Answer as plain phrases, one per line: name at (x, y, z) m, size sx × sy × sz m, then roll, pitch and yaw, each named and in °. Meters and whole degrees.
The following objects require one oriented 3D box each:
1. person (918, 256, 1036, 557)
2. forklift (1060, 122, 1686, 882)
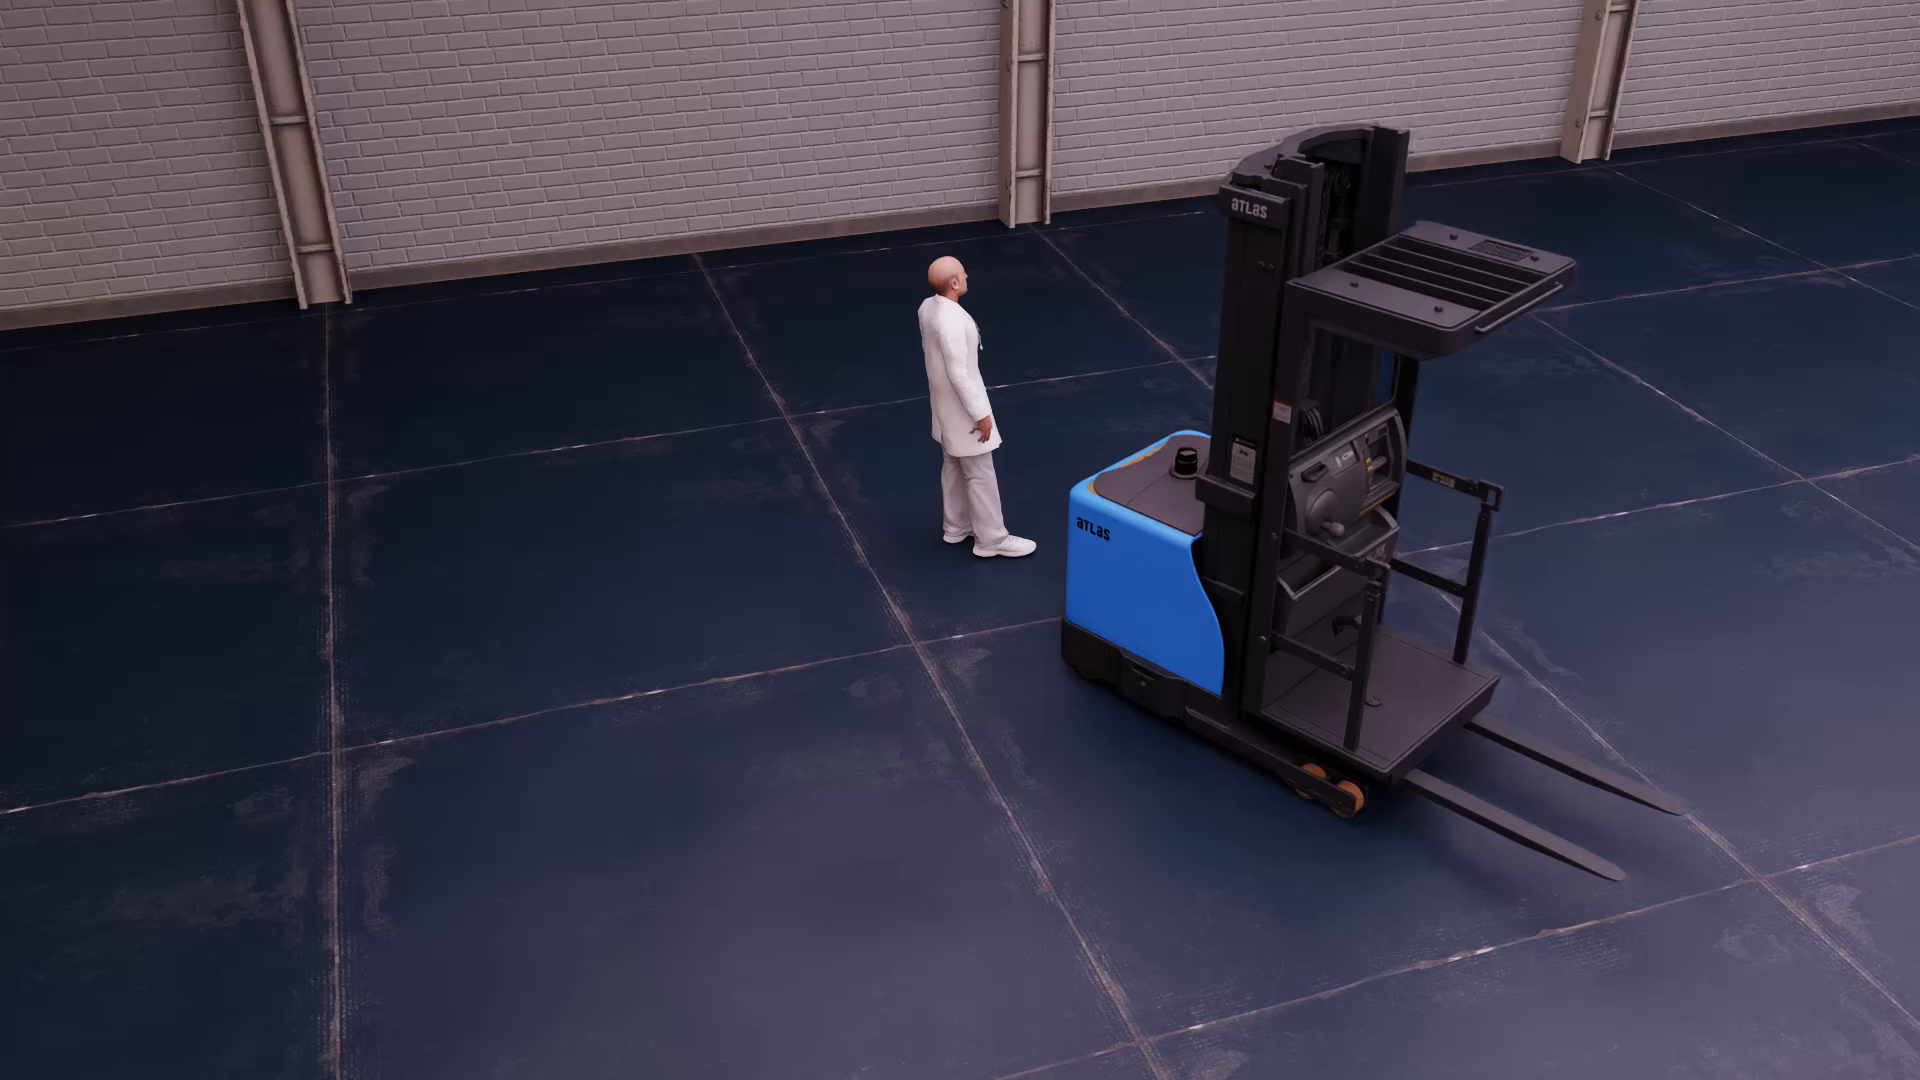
person at (0.088, -0.789, 9.601) m, size 0.578 × 1.777 × 0.696 m, roll -10°, pitch 31°, yaw -16°
forklift at (1.945, -0.269, 7.555) m, size 3.031 × 2.935 × 1.130 m, roll 26°, pitch 39°, yaw 37°
